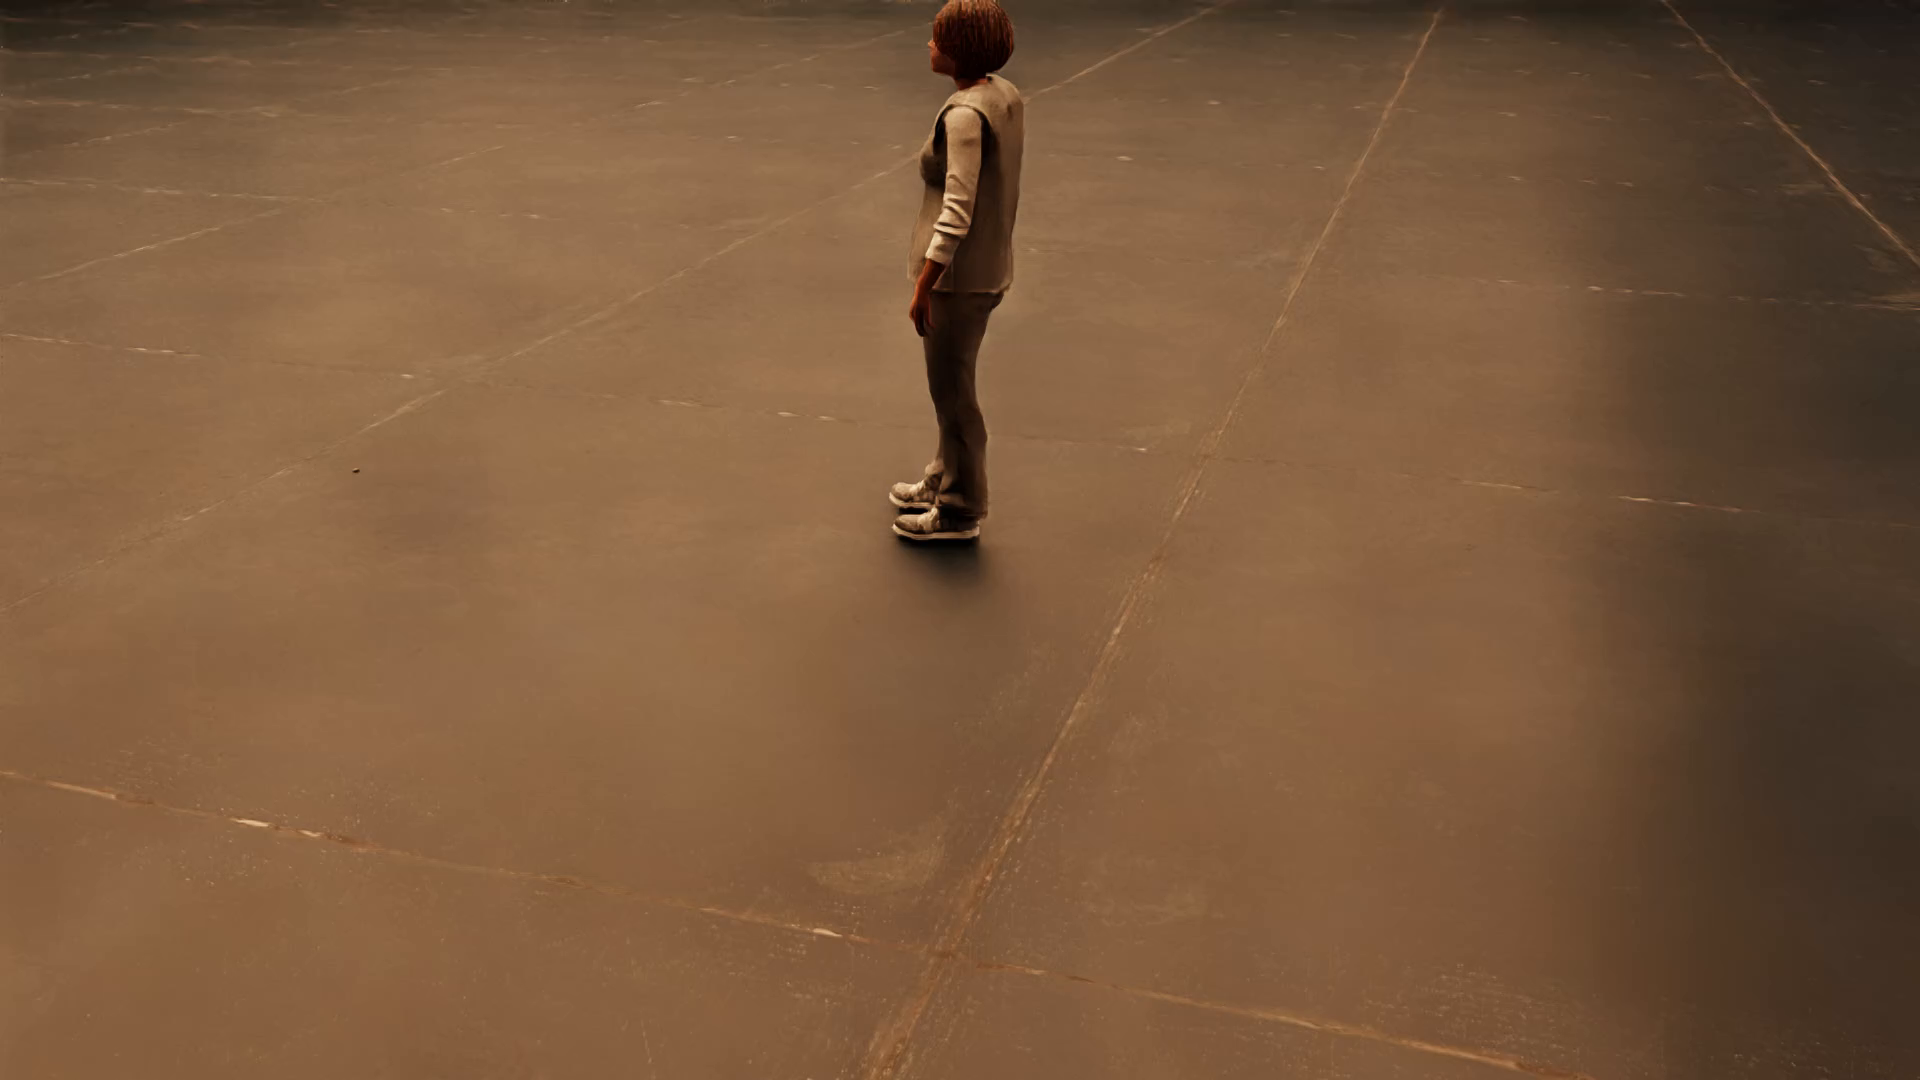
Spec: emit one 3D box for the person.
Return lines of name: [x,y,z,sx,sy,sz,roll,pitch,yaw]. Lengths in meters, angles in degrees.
person: [-0.067,-0.758,4.846,0.474,1.597,0.521,7,23,16]
